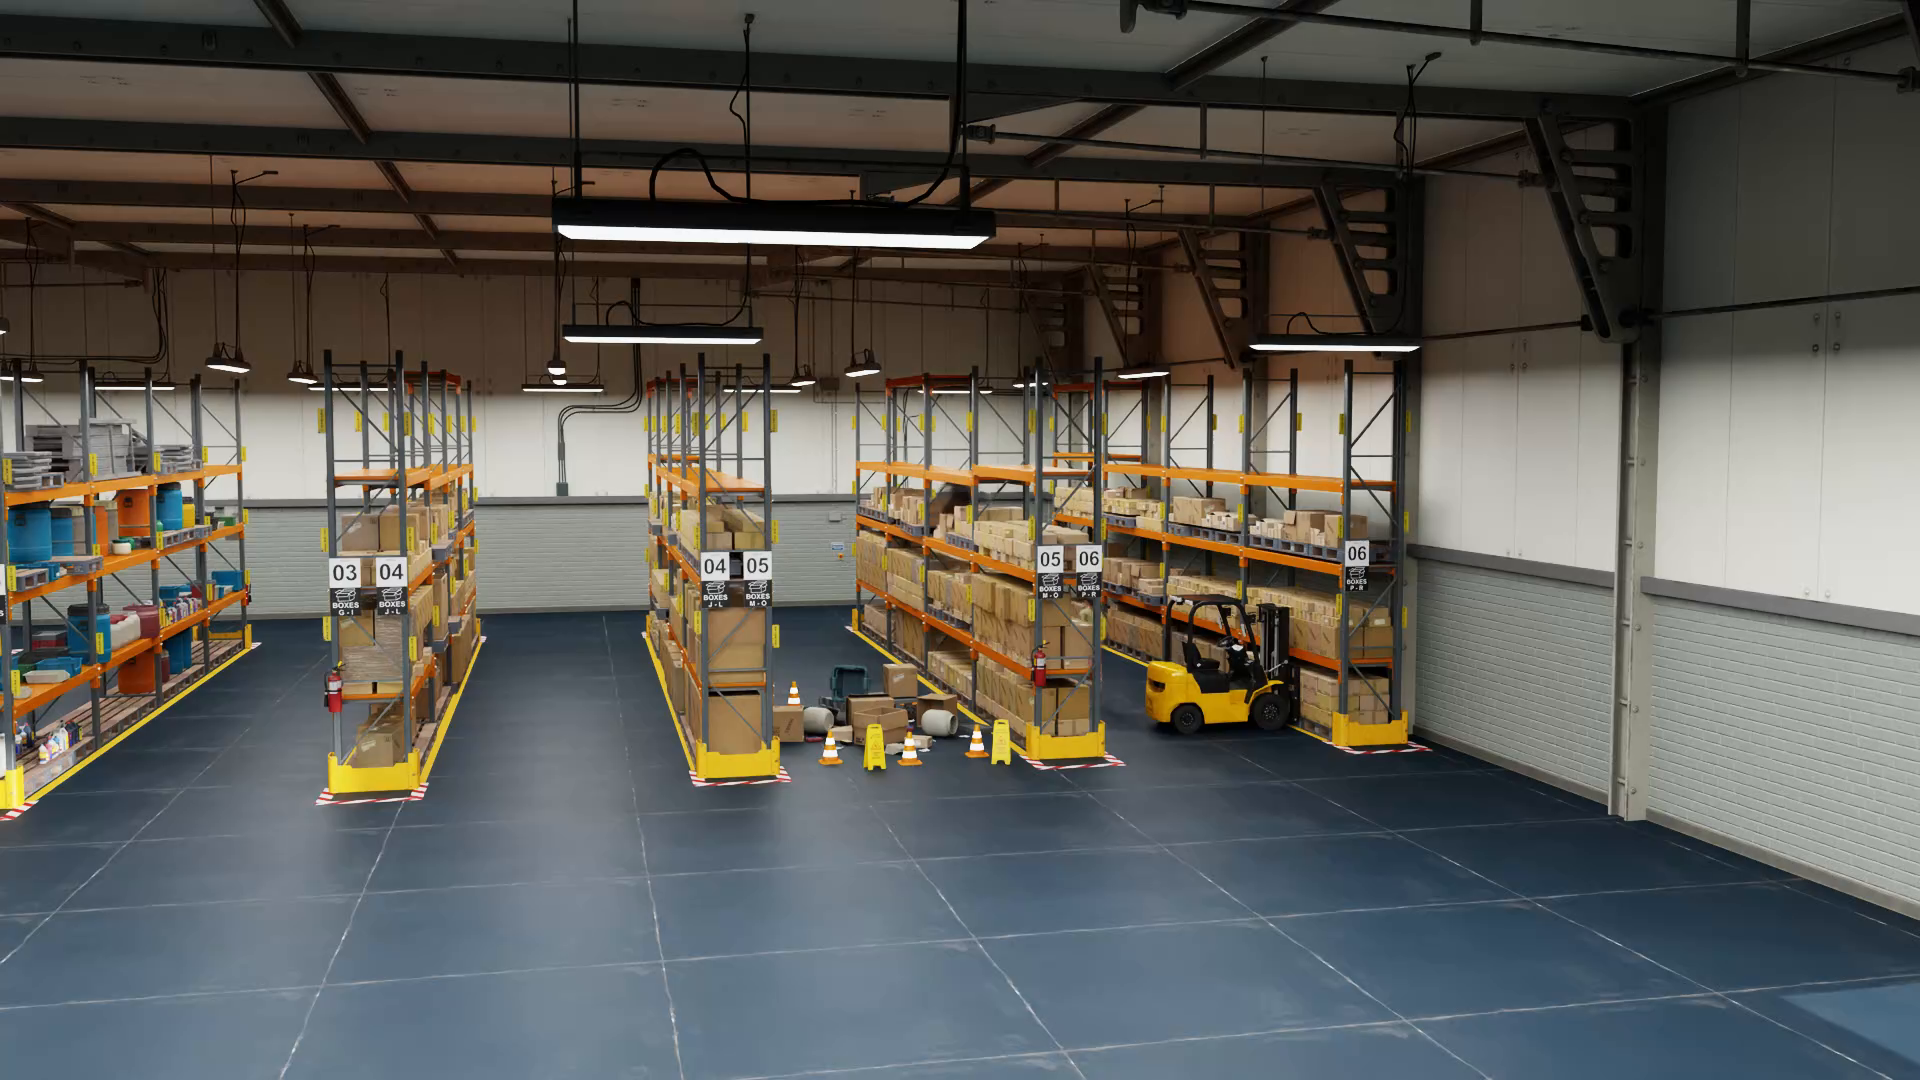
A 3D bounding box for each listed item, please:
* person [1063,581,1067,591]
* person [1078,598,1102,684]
[{"bbox_3d":[1.858,1.567,33.124,0.571,1.640,0.962,1,4,20],"label":"person"},{"bbox_3d":[2.323,1.821,30.186,0.488,1.708,0.667,-1,4,-17],"label":"person"}]
